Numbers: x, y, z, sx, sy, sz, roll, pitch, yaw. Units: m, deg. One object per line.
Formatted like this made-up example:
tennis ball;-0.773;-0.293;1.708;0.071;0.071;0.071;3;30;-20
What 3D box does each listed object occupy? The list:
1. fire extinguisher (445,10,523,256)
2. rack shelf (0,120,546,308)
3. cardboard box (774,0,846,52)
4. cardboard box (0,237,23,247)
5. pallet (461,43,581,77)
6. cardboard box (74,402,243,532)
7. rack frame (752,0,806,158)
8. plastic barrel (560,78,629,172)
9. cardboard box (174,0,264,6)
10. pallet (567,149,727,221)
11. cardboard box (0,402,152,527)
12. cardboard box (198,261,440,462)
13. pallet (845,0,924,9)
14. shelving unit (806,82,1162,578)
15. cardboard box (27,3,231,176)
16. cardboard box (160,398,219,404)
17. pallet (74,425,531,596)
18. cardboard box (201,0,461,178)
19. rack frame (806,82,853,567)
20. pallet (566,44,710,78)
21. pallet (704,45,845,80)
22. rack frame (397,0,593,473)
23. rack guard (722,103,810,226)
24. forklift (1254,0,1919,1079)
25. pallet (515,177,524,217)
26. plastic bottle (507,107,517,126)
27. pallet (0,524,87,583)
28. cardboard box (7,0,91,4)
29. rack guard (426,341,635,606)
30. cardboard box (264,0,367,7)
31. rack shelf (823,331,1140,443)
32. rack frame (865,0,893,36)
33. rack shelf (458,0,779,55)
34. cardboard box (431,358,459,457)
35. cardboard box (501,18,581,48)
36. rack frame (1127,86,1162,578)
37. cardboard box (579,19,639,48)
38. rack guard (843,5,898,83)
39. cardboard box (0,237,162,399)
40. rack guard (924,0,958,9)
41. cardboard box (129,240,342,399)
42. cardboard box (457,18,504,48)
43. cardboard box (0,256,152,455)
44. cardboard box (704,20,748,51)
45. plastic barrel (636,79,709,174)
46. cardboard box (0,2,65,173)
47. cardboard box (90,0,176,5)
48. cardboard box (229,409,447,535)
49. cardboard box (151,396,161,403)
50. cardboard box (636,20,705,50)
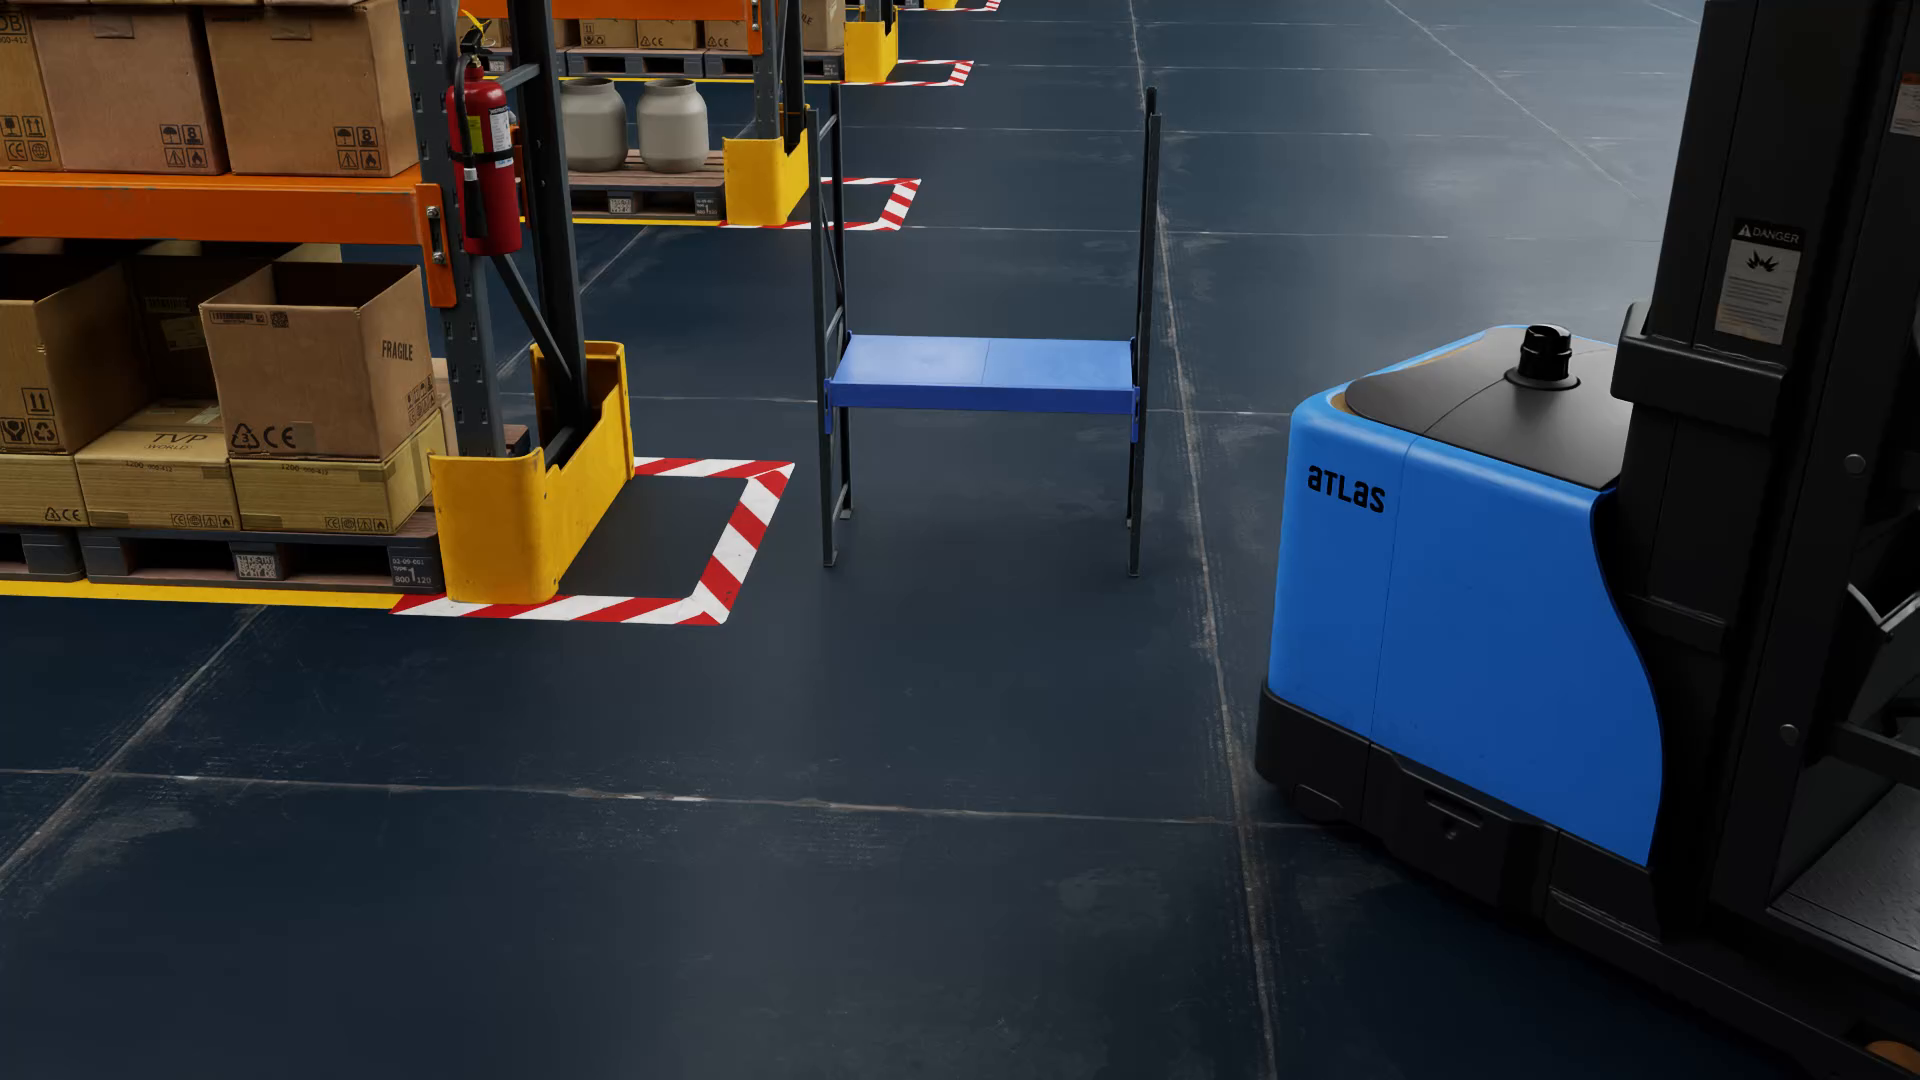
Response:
fire extinguisher;-1.385;-1.170;4.796;0.183;0.674;0.296;2;25;4
rack shelf;-3.461;-1.139;5.498;4.000;0.370;1.077;2;25;4
cardboard box;-1.326;-4.613;14.675;0.500;0.500;0.500;6;25;14
cardboard box;-3.480;-0.844;5.885;0.500;0.500;0.500;2;25;4
pallet;-4.021;-4.385;15.028;1.213;0.211;1.003;2;25;4
cardboard box;-2.524;-0.249;5.490;0.500;0.250;0.500;2;25;4
rack frame;-1.084;-3.467;9.695;0.127;3.000;1.000;2;25;4
plastic barrel;-2.246;-2.532;10.139;0.421;0.512;0.421;0;25;0
cardboard box;-2.124;-1.683;4.923;0.250;0.149;0.380;2;25;5
pallet;-1.973;-2.211;10.302;1.213;0.211;1.003;2;25;4
cardboard box;-3.022;-0.264;5.523;0.500;0.250;0.500;2;25;4
cardboard box;-2.024;-0.578;5.307;0.500;0.500;0.500;2;25;4
pallet;-1.028;-6.321;19.235;1.213;0.211;1.003;2;25;4
shelving unit;0.085;-0.679;5.431;1.048;1.500;0.538;2;25;4
cardboard box;-2.455;-1.483;5.264;0.500;0.500;0.700;2;25;5
cardboard box;-2.483;-0.468;5.966;0.500;0.250;0.500;2;25;4
pallet;-2.233;-0.143;5.807;1.213;0.211;1.003;2;25;4
cardboard box;-1.931;-1.468;5.232;0.500;0.500;0.700;2;25;4
rack frame;-0.422;-0.695;5.466;0.032;1.500;0.500;2;25;4
pallet;-2.801;-4.347;14.946;1.213;0.211;1.003;2;25;4
pallet;-1.588;-4.307;14.858;1.213;0.211;1.003;2;25;4
rack frame;-1.467;-1.402;5.209;0.127;3.000;1.000;2;25;4
rack guard;-1.163;-2.314;10.180;0.348;0.500;1.175;2;25;4
forklift;2.129;-0.363;3.032;1.130;2.935;3.031;-21;32;-38
pallet;-3.186;-2.251;10.389;1.213;0.211;1.003;2;25;4
plastic bottle;-2.868;-2.615;10.582;0.097;0.271;0.097;0;25;0
pallet;-3.446;-0.183;5.894;1.213;0.211;1.003;2;25;4
cardboard box;-2.629;-1.700;4.961;0.250;0.149;0.380;2;25;5
rack guard;-1.443;-0.266;5.730;0.348;0.500;1.175;2;25;4
cardboard box;-1.862;-1.675;4.906;0.250;0.149;0.380;1;25;3
rack shelf;0.085;-0.515;5.506;1.000;0.185;0.538;2;25;4
rack frame;-0.705;-5.531;14.182;0.127;3.000;1.000;2;25;4
rack shelf;-3.078;-3.204;9.985;4.000;0.370;1.077;2;25;4
cardboard box;-1.985;-0.454;5.935;0.500;0.250;0.500;2;25;4
cardboard box;-3.726;-4.669;14.797;0.500;0.500;0.500;10;27;21
rack frame;0.592;-0.662;5.395;0.032;1.500;0.500;2;25;4
cardboard box;-3.101;-4.682;14.825;0.500;0.500;0.500;0;25;-1
rack guard;-0.781;-4.398;14.709;0.348;0.500;1.175;2;25;4
cardboard box;-2.983;-0.820;5.834;0.500;0.500;0.500;2;25;4
rack guard;-0.200;-6.459;19.188;0.348;0.500;1.175;2;25;4
cardboard box;-2.483;-0.810;5.811;0.500;0.500;0.500;2;25;4
cardboard box;-4.297;-4.685;14.830;0.500;0.500;0.500;1;25;2
cardboard box;-3.023;-0.604;5.363;0.500;0.500;0.500;2;25;4
cardboard box;-1.925;-4.618;14.685;0.500;0.500;0.500;8;26;18
plastic barrel;-1.746;-2.516;10.104;0.421;0.512;0.421;0;25;0
cardboard box;-2.950;-1.501;5.304;0.500;0.500;0.700;2;25;4
cardboard box;-2.379;-1.691;4.941;0.250;0.149;0.380;1;25;3
cardboard box;-2.024;-0.238;5.466;0.500;0.250;0.500;2;25;4
cardboard box;-2.982;-0.484;6.001;0.500;0.250;0.500;2;25;4
cardboard box;-2.548;-4.646;14.746;0.500;0.500;0.500;4;25;9
